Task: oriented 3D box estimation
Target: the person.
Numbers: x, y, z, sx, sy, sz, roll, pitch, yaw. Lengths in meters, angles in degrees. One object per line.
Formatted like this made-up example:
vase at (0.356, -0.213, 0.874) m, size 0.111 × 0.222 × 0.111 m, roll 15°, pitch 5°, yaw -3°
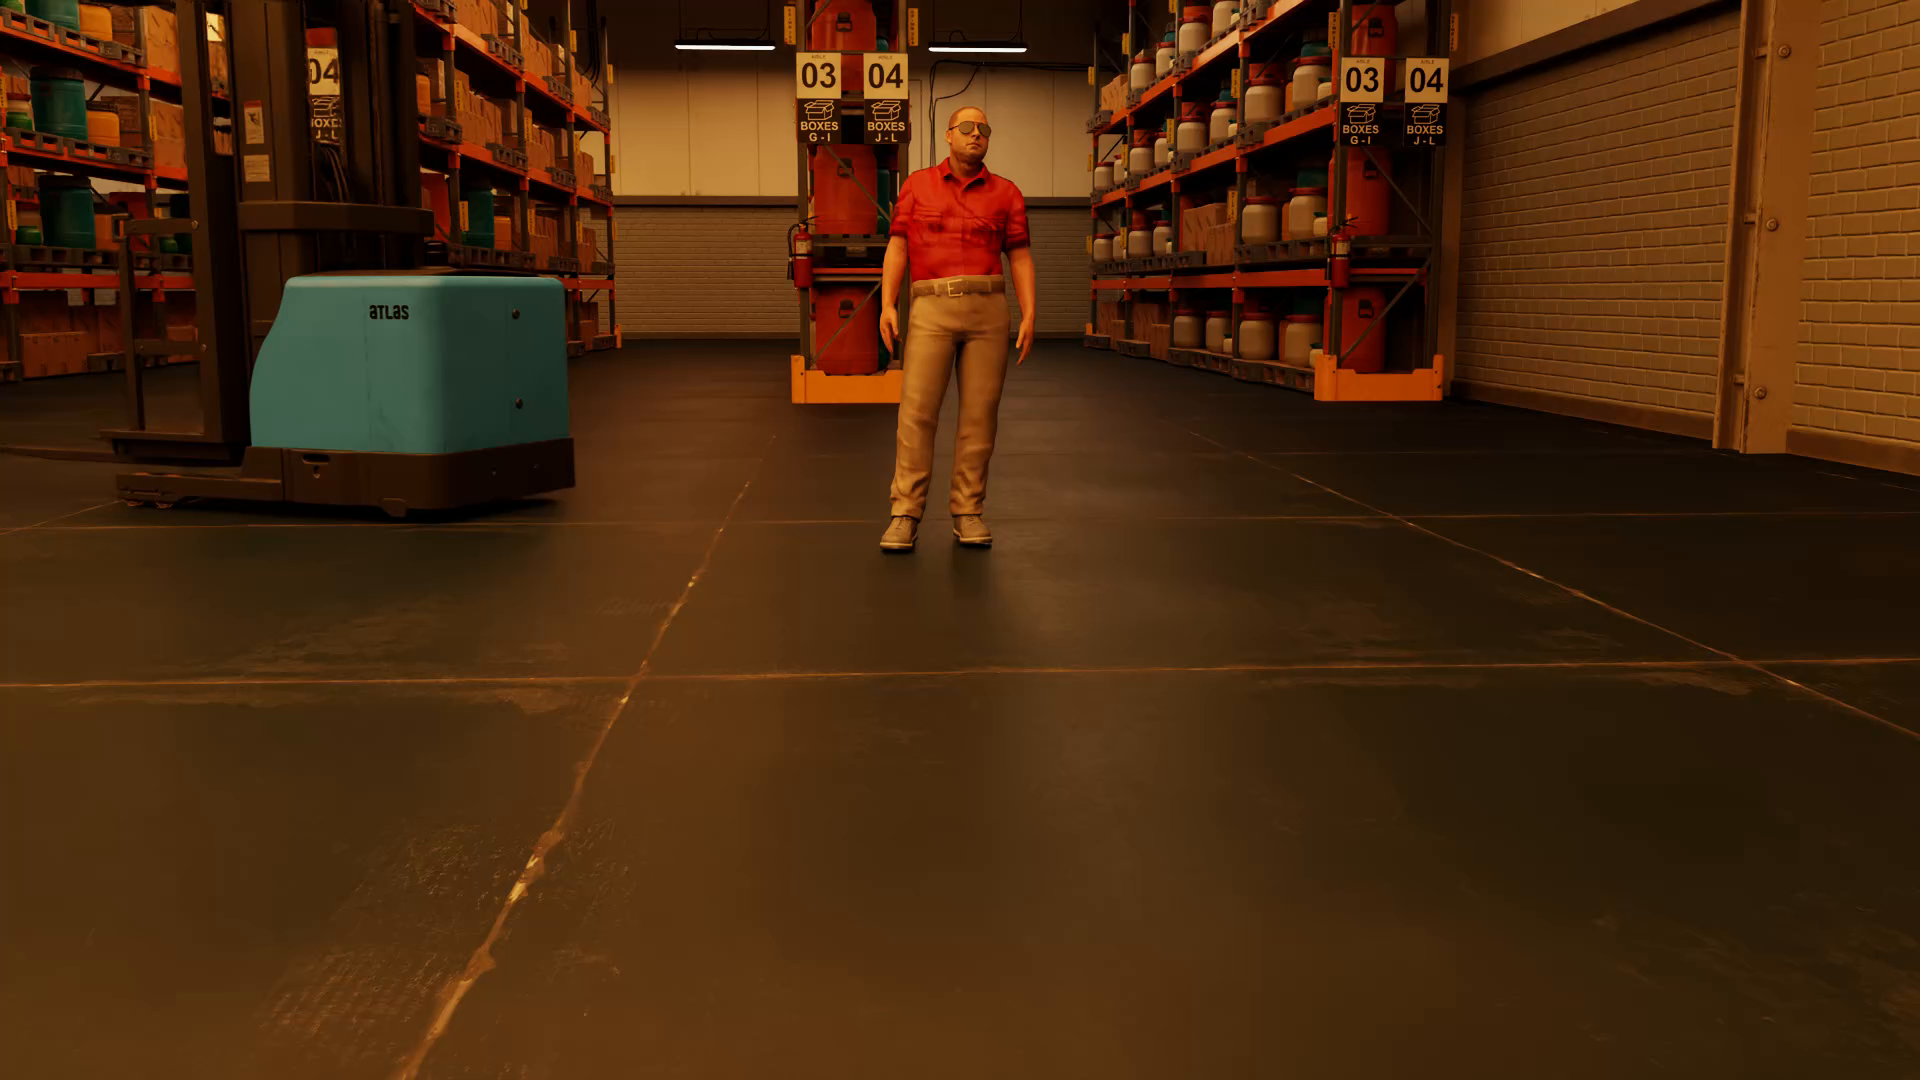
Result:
person at (-0.007, -0.849, 6.593) m, size 0.640 × 1.727 × 0.551 m, roll -1°, pitch 8°, yaw -4°

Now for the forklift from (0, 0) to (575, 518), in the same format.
forklift at (-3.437, -1.662, 8.022) m, size 3.031 × 2.935 × 1.130 m, roll 4°, pitch 9°, yaw 23°
